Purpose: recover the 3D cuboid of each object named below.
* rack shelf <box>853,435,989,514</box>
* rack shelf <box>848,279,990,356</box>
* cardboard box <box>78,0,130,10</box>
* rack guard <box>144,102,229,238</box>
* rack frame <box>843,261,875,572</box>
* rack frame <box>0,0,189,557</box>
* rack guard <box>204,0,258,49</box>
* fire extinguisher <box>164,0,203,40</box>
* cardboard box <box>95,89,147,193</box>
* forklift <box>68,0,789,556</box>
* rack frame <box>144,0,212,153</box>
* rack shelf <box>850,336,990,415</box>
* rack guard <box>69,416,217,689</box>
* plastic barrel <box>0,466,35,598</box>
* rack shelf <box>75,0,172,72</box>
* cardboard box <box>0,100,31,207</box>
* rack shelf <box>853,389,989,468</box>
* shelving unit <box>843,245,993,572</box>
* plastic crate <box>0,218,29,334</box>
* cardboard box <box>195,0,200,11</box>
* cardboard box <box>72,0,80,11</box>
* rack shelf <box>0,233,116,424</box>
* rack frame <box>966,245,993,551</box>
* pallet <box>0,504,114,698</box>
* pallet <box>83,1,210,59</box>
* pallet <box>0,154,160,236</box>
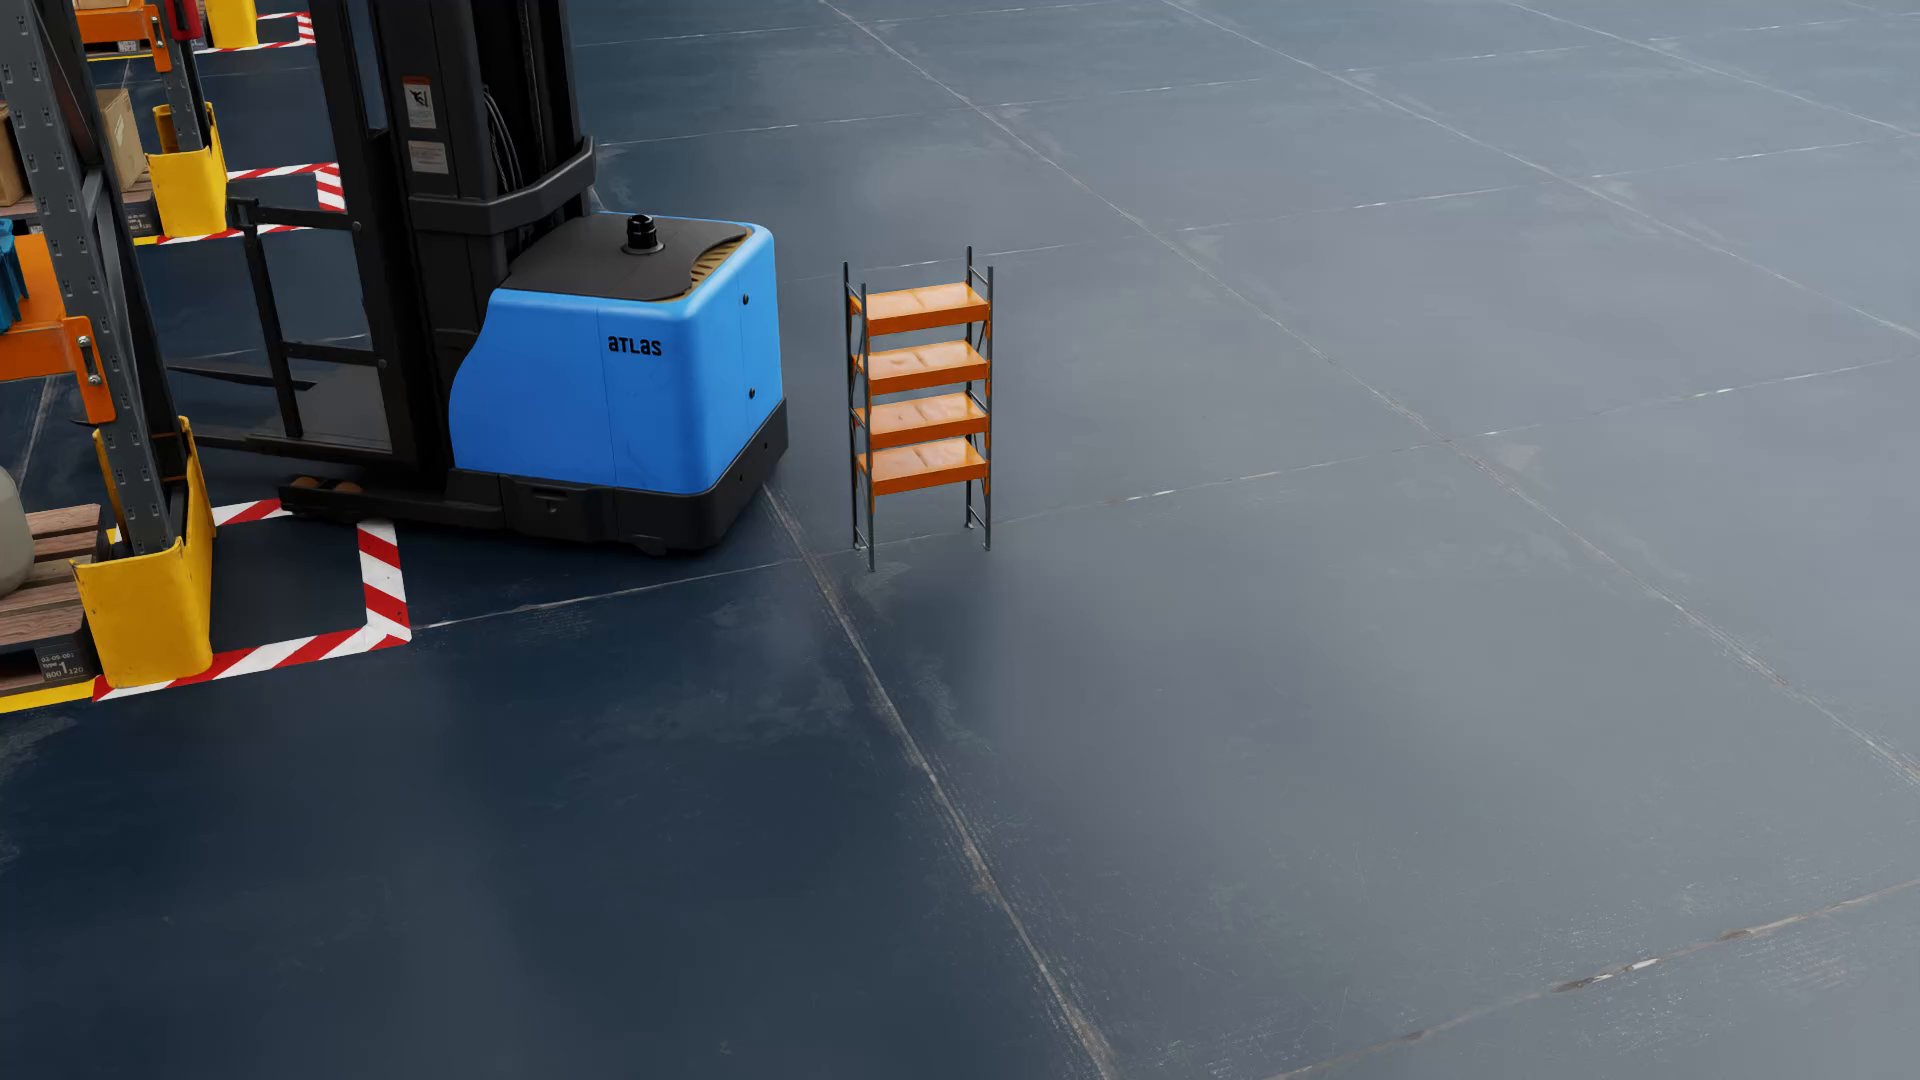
[{"bbox_3d":[-0.155,-0.262,6.534,0.480,0.148,0.258,-10,31,-18],"label":"rack shelf"},{"bbox_3d":[-0.155,-0.834,6.208,0.480,0.148,0.258,-10,31,-18],"label":"rack shelf"},{"bbox_3d":[-4.897,-3.151,9.504,0.250,0.149,0.380,-10,31,-18],"label":"cardboard box"},{"bbox_3d":[-4.773,-2.306,10.292,0.348,0.500,1.175,-10,31,-18],"label":"rack guard"},{"bbox_3d":[-0.384,-0.451,6.329,0.015,1.200,0.240,-10,31,-18],"label":"rack frame"},{"bbox_3d":[-2.975,-1.107,5.663,0.127,3.000,1.000,-10,31,-18],"label":"rack frame"},{"bbox_3d":[-6.314,-4.641,14.392,0.348,0.500,1.175,-10,31,-18],"label":"rack guard"},{"bbox_3d":[-4.434,-3.177,9.375,0.183,0.674,0.296,-10,31,-18],"label":"fire extinguisher"},{"bbox_3d":[-5.293,-2.401,10.035,0.500,0.500,0.500,-5,30,-8],"label":"cardboard box"},{"bbox_3d":[-2.329,-1.588,6.577,3.031,2.935,1.130,7,30,12],"label":"forklift"},{"bbox_3d":[-4.702,-3.405,9.696,0.127,3.000,1.000,-10,31,-18],"label":"rack frame"},{"bbox_3d":[-0.155,-0.629,6.325,0.480,0.148,0.258,-10,31,-18],"label":"rack shelf"},{"bbox_3d":[-3.030,0.014,6.220,0.348,0.500,1.175,-10,31,-18],"label":"rack guard"},{"bbox_3d":[-3.565,-0.059,5.913,0.421,0.512,0.421,0,30,0],"label":"plastic barrel"},{"bbox_3d":[-6.576,-2.747,9.268,4.000,0.370,1.077,-10,31,-18],"label":"rack shelf"},{"bbox_3d":[-5.841,-2.282,9.826,0.500,0.500,0.500,-3,30,-5],"label":"cardboard box"},{"bbox_3d":[-0.155,-0.434,6.436,0.480,0.148,0.258,-10,31,-18],"label":"rack shelf"},{"bbox_3d":[-0.155,-0.493,6.403,0.503,1.200,0.258,-10,31,-18],"label":"shelving unit"},{"bbox_3d":[-3.339,-0.817,5.304,0.616,0.251,0.499,-10,31,-18],"label":"plastic crate"},{"bbox_3d":[-6.949,-4.835,13.929,0.875,0.875,0.875,-10,31,-17],"label":"cardboard box"},{"bbox_3d":[-5.131,-3.108,9.429,0.250,0.149,0.380,-10,31,-18],"label":"cardboard box"},{"bbox_3d":[-4.849,-0.449,5.235,4.000,0.370,1.077,-10,31,-18],"label":"rack shelf"},{"bbox_3d":[0.074,-0.535,6.477,0.015,1.200,0.240,-10,31,-18],"label":"rack frame"},{"bbox_3d":[-3.793,0.277,6.050,1.213,0.211,1.003,-10,31,-18],"label":"pallet"},{"bbox_3d":[-7.059,-4.337,14.150,1.213,0.211,1.003,-10,31,-18],"label":"pallet"},{"bbox_3d":[-5.547,-2.056,10.146,1.213,0.211,1.003,-10,31,-18],"label":"pallet"}]
